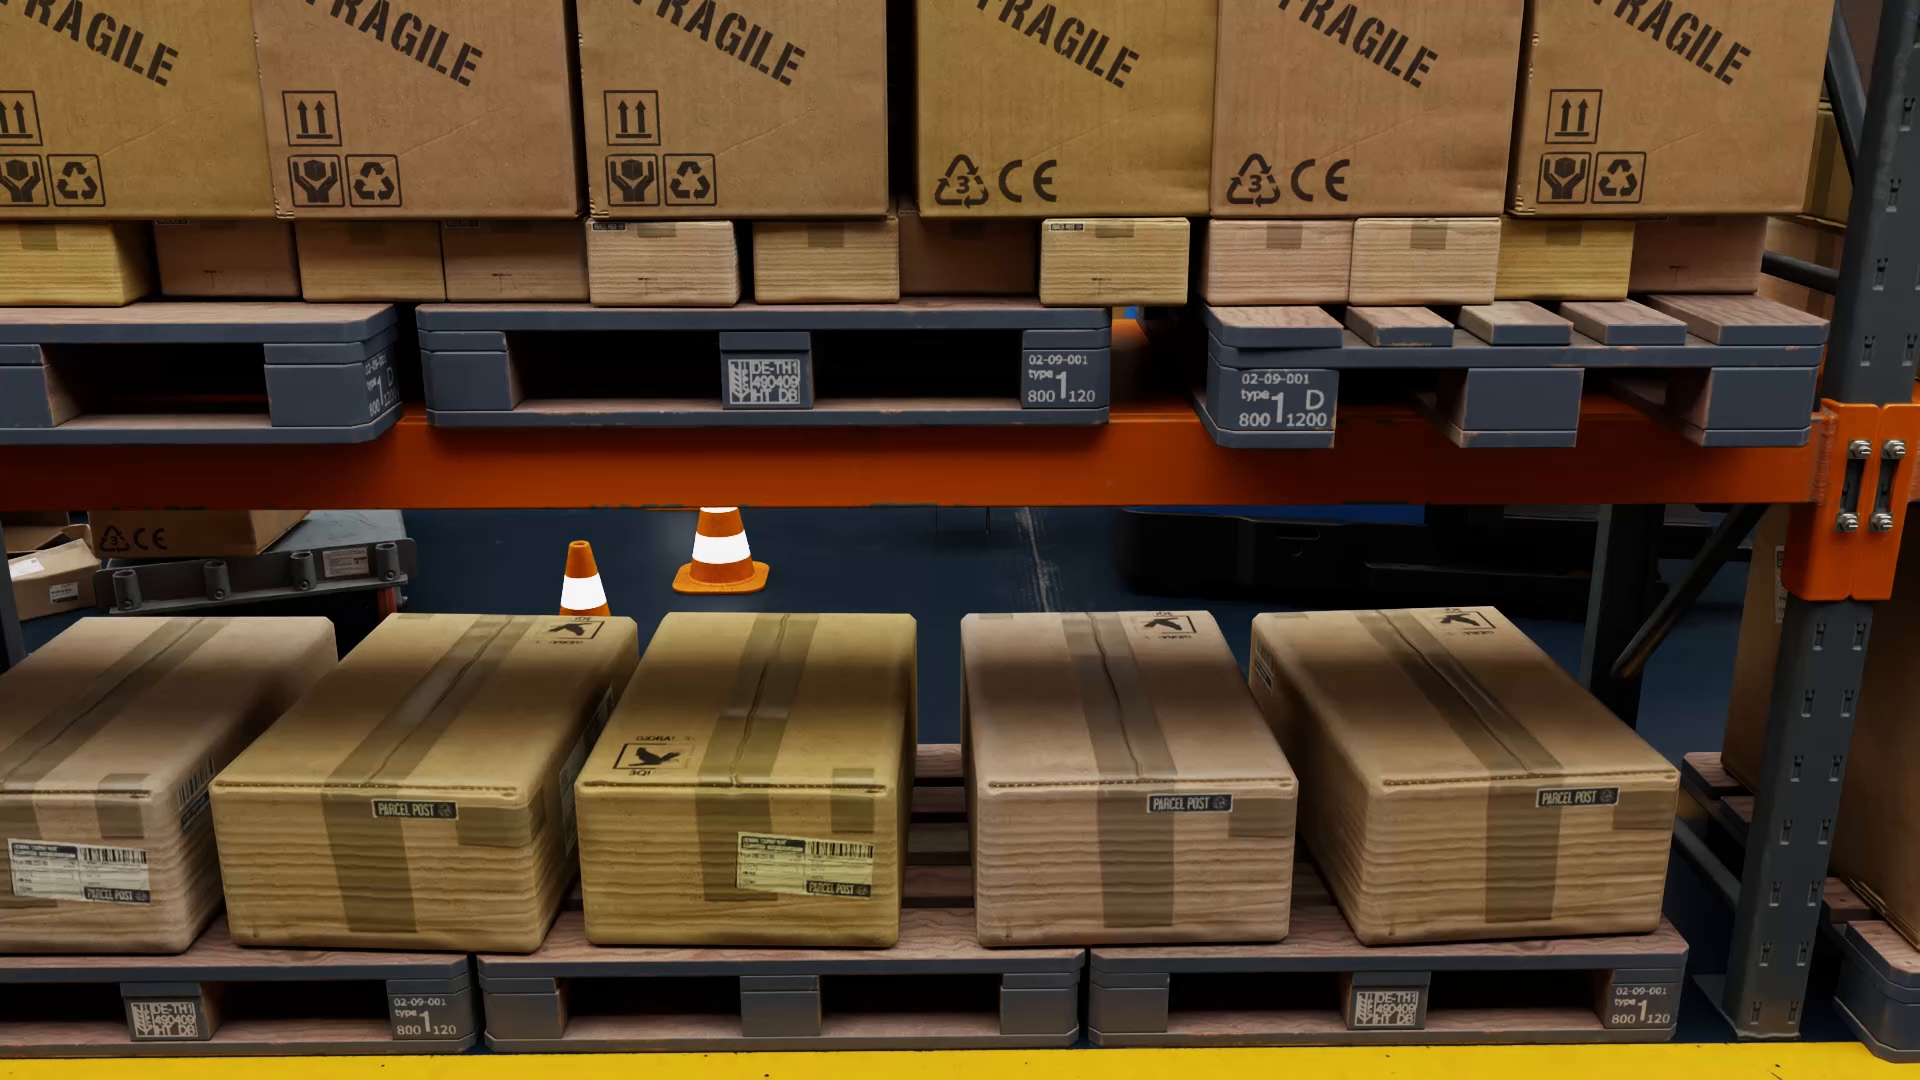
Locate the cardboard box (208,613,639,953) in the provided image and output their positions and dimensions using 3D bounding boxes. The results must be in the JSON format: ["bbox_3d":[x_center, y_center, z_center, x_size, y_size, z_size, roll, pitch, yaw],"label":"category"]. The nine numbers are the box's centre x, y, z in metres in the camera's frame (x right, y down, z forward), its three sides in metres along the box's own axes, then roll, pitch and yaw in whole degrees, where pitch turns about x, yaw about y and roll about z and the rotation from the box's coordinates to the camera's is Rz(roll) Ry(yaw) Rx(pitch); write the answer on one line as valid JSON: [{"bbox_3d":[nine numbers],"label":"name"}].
[{"bbox_3d":[-1.123,0.500,3.693,0.625,0.372,0.950,1,18,3],"label":"cardboard box"}]

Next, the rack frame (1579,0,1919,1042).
[{"bbox_3d":[1.633,-0.563,3.391,0.127,3.000,1.000,0,18,-1],"label":"rack frame"}]

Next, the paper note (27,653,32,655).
[{"bbox_3d":[-2.923,0.352,5.401,0.142,0.019,0.148,0,18,-1],"label":"paper note"}]

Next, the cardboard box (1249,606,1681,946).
[{"bbox_3d":[1.068,0.488,3.730,0.625,0.372,0.950,-1,18,-5],"label":"cardboard box"}]

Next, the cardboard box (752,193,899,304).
[{"bbox_3d":[-0.239,-0.538,3.038,0.250,0.149,0.380,-1,18,-3],"label":"cardboard box"}]

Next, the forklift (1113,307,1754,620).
[{"bbox_3d":[2.117,-1.286,5.758,3.031,2.935,1.130,3,18,9],"label":"forklift"}]

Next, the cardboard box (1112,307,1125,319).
[{"bbox_3d":[0.844,-1.227,8.459,0.750,0.750,1.050,-1,18,-2],"label":"cardboard box"}]

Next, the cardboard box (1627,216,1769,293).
[{"bbox_3d":[1.309,-0.570,3.137,0.250,0.149,0.380,0,18,1],"label":"cardboard box"}]

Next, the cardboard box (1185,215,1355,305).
[{"bbox_3d":[0.539,-0.533,3.021,0.250,0.149,0.380,-1,18,-3],"label":"cardboard box"}]

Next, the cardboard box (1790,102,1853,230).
[{"bbox_3d":[2.114,-0.809,3.587,0.500,0.250,0.500,0,18,-1],"label":"cardboard box"}]

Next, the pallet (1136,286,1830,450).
[{"bbox_3d":[0.922,-0.436,3.309,1.003,0.211,1.213,0,18,-1],"label":"pallet"}]

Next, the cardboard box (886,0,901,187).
[{"bbox_3d":[-0.372,-1.011,3.451,0.500,0.500,0.500,-1,18,-3],"label":"cardboard box"}]

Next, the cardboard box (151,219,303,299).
[{"bbox_3d":[-1.277,-0.553,3.086,0.250,0.149,0.380,1,18,3],"label":"cardboard box"}]

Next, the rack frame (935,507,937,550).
[{"bbox_3d":[-0.094,-0.428,6.409,0.006,0.900,0.240,0,18,-1],"label":"rack frame"}]

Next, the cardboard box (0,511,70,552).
[{"bbox_3d":[-3.715,-0.189,6.091,0.503,0.637,0.797,0,18,-1],"label":"cardboard box"}]

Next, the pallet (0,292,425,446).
[{"bbox_3d":[-1.600,-0.411,3.234,1.213,0.211,1.003,0,18,-1],"label":"pallet"}]

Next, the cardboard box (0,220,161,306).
[{"bbox_3d":[-1.559,-0.529,3.008,0.250,0.149,0.380,0,18,0],"label":"cardboard box"}]

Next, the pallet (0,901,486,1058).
[{"bbox_3d":[-1.588,0.780,3.770,1.213,0.211,1.003,0,18,-1],"label":"pallet"}]

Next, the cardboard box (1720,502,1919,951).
[{"bbox_3d":[2.325,0.271,3.583,0.875,0.875,0.875,0,18,-1],"label":"cardboard box"}]

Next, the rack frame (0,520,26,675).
[{"bbox_3d":[-2.366,-0.544,3.331,0.127,3.000,1.000,0,18,-1],"label":"rack frame"}]

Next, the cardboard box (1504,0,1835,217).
[{"bbox_3d":[1.183,-0.865,2.995,0.500,0.500,0.500,-1,18,-2],"label":"cardboard box"}]

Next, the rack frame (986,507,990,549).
[{"bbox_3d":[0.110,-0.429,6.412,0.006,0.900,0.240,0,18,-1],"label":"rack frame"}]

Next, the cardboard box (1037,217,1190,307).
[{"bbox_3d":[0.264,-0.527,3.004,0.250,0.149,0.380,0,18,0],"label":"cardboard box"}]

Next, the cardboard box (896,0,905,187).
[{"bbox_3d":[0.128,-1.011,3.451,0.500,0.500,0.500,0,18,0],"label":"cardboard box"}]

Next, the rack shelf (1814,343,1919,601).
[{"bbox_3d":[3.633,-0.230,3.531,4.000,0.370,1.077,0,18,-1],"label":"rack shelf"}]

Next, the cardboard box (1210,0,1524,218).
[{"bbox_3d":[0.666,-0.859,2.977,0.500,0.500,0.500,-1,18,-2],"label":"cardboard box"}]

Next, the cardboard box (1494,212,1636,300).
[{"bbox_3d":[1.042,-0.546,3.064,0.250,0.149,0.380,0,18,0],"label":"cardboard box"}]

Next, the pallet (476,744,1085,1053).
[{"bbox_3d":[-0.365,0.773,3.792,1.213,0.211,1.003,0,18,-1],"label":"pallet"}]

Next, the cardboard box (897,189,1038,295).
[{"bbox_3d":[0.011,-0.564,3.120,0.250,0.149,0.380,0,18,0],"label":"cardboard box"}]

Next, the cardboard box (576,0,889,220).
[{"bbox_3d":[-0.384,-0.854,2.961,0.500,0.500,0.500,-1,18,-3],"label":"cardboard box"}]

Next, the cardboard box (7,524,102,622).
[{"bbox_3d":[-3.215,0.107,5.780,0.396,0.266,0.258,-15,23,-39],"label":"cardboard box"}]

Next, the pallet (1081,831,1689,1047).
[{"bbox_3d":[0.852,0.768,3.807,1.213,0.211,1.003,0,18,-1],"label":"pallet"}]

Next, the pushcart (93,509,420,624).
[{"bbox_3d":[-2.452,0.009,5.902,0.936,0.377,1.648,-7,19,-20],"label":"pushcart"}]

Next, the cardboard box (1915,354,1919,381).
[{"bbox_3d":[2.127,-0.417,3.182,0.500,0.250,0.500,-1,18,-2],"label":"cardboard box"}]

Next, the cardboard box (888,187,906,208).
[{"bbox_3d":[-0.049,-0.687,3.502,0.250,0.149,0.380,0,18,1],"label":"cardboard box"}]

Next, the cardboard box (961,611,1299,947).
[{"bbox_3d":[0.330,0.494,3.711,0.625,0.372,0.950,-1,18,-2],"label":"cardboard box"}]

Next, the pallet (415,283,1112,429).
[{"bbox_3d":[-0.345,-0.449,3.352,1.213,0.211,1.003,0,18,-1],"label":"pallet"}]

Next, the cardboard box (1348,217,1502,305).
[{"bbox_3d":[0.791,-0.531,3.017,0.250,0.149,0.380,0,18,-1],"label":"cardboard box"}]

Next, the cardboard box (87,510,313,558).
[{"bbox_3d":[-2.424,-0.257,5.292,0.500,0.500,0.500,0,18,-1],"label":"cardboard box"}]

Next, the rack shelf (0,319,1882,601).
[{"bbox_3d":[-0.366,-0.211,3.471,4.000,0.370,1.077,0,18,-1],"label":"rack shelf"}]

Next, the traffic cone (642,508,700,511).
[{"bbox_3d":[-1.181,-0.392,7.013,0.334,0.463,0.336,0,18,-1],"label":"traffic cone"}]

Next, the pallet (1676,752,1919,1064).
[{"bbox_3d":[2.423,0.784,3.758,1.213,0.211,1.003,0,18,-1],"label":"pallet"}]

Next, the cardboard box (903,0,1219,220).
[{"bbox_3d":[0.162,-0.856,2.968,0.500,0.500,0.500,-1,18,-5],"label":"cardboard box"}]

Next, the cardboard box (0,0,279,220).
[{"bbox_3d":[-1.392,-0.850,2.949,0.500,0.500,0.500,0,18,-1],"label":"cardboard box"}]

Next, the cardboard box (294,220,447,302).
[{"bbox_3d":[-1.019,-0.542,3.050,0.250,0.149,0.380,0,18,0],"label":"cardboard box"}]

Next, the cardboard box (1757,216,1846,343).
[{"bbox_3d":[2.135,-0.573,3.669,0.500,0.250,0.500,-1,18,-3],"label":"cardboard box"}]

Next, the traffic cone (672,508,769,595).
[{"bbox_3d":[-0.874,-0.076,6.027,0.334,0.463,0.336,0,18,-1],"label":"traffic cone"}]

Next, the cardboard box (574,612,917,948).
[{"bbox_3d":[-0.428,0.496,3.705,0.625,0.372,0.950,0,18,1],"label":"cardboard box"}]

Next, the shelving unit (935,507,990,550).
[{"bbox_3d":[0.008,-0.429,6.410,0.210,0.900,0.258,0,18,-1],"label":"shelving unit"}]

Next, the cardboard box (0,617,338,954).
[{"bbox_3d":[-1.842,0.504,3.679,0.625,0.372,0.950,0,18,0],"label":"cardboard box"}]

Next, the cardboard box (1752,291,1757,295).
[{"bbox_3d":[3.692,-1.019,8.219,0.500,0.500,0.500,-1,18,-2],"label":"cardboard box"}]

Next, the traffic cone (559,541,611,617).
[{"bbox_3d":[-1.148,0.231,5.070,0.334,0.463,0.336,0,18,-1],"label":"traffic cone"}]

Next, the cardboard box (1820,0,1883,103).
[{"bbox_3d":[2.146,-1.169,3.480,0.500,0.500,0.500,-1,18,-2],"label":"cardboard box"}]

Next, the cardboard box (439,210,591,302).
[{"bbox_3d":[-0.772,-0.542,3.051,0.250,0.149,0.380,0,18,0],"label":"cardboard box"}]

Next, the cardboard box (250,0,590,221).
[{"bbox_3d":[-0.898,-0.848,2.943,0.500,0.500,0.500,0,18,-1],"label":"cardboard box"}]

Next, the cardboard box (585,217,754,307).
[{"bbox_3d":[-0.505,-0.528,3.006,0.250,0.149,0.380,0,18,1],"label":"cardboard box"}]
